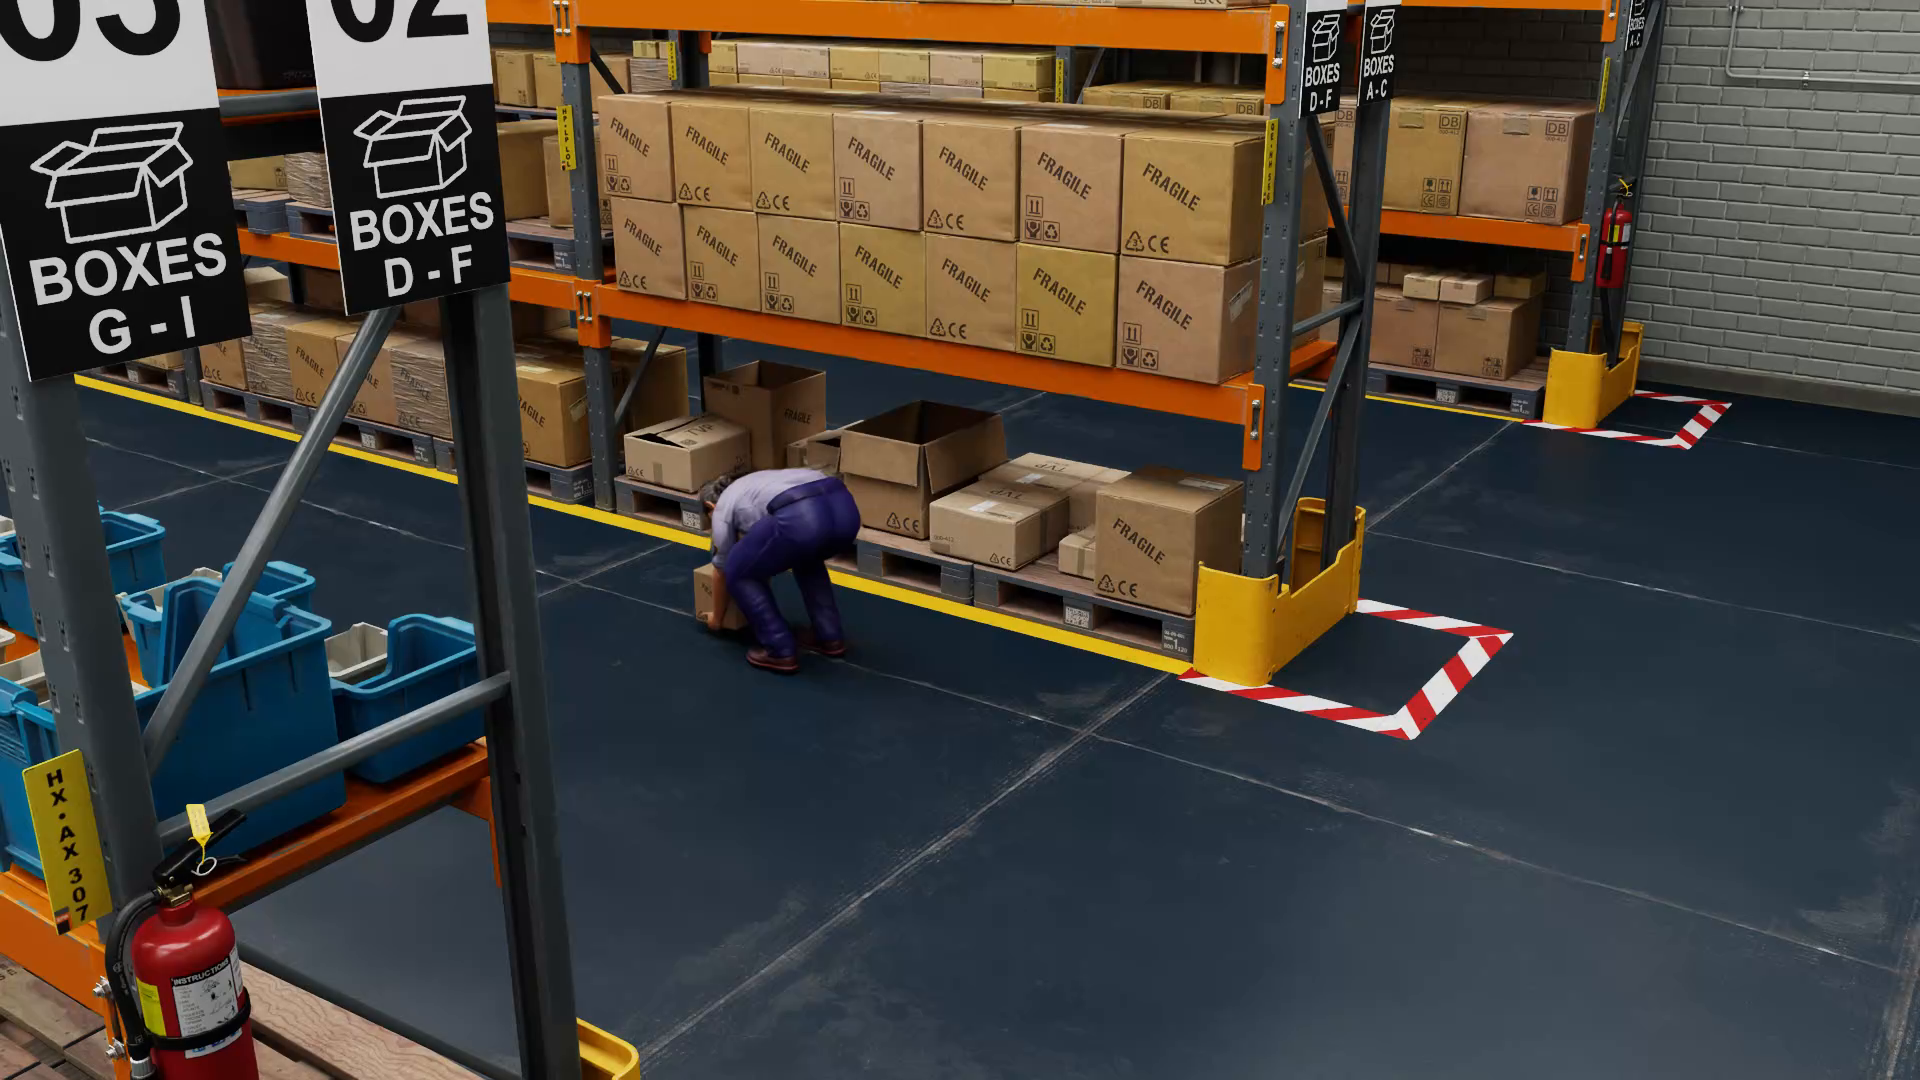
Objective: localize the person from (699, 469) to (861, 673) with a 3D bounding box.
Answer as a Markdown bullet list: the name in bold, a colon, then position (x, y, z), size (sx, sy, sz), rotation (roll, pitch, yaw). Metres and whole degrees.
- **person**: position (-0.867, 0.073, 7.520), size (0.838, 0.881, 0.497), rotation (18, 27, 41)
